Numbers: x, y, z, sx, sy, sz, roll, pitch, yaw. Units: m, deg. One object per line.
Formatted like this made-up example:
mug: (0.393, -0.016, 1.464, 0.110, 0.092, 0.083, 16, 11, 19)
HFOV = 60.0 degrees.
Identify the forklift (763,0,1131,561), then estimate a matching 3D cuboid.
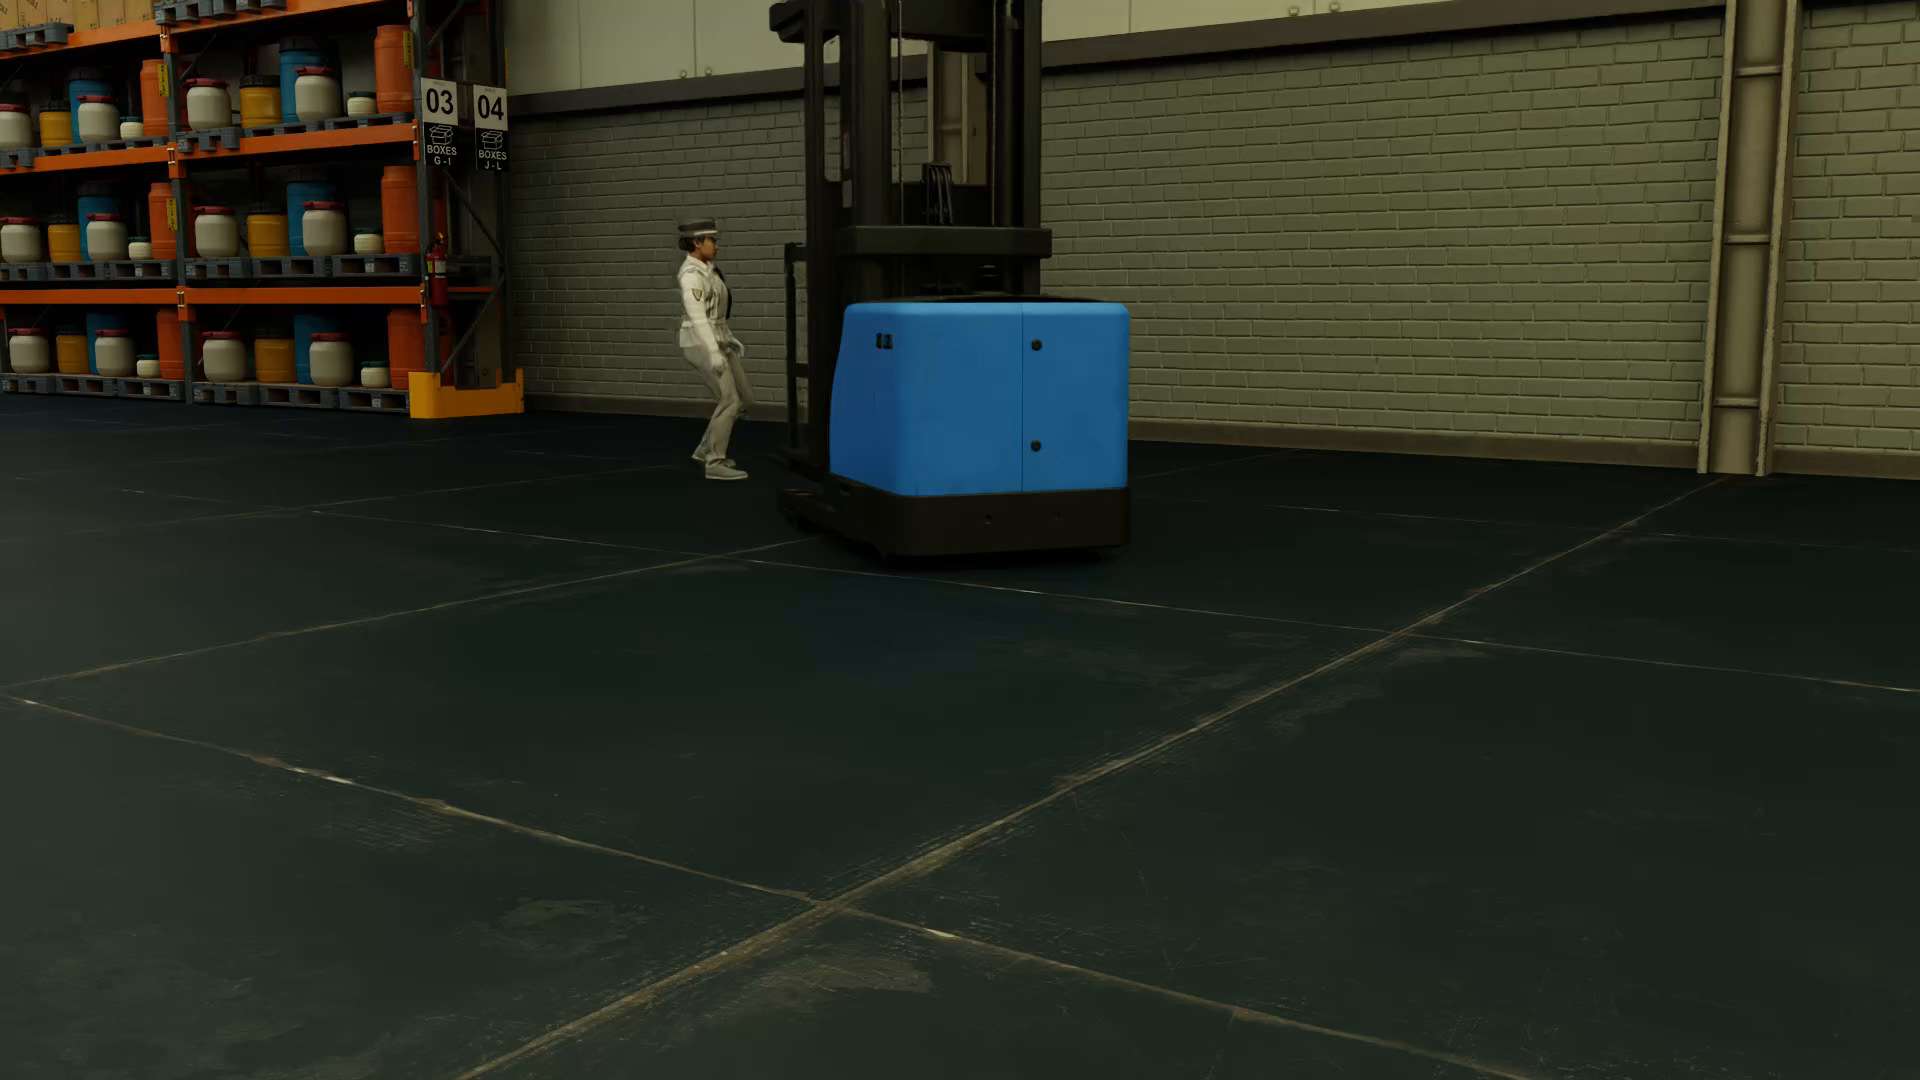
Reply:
forklift: (-0.271, -1.536, 7.993, 1.130, 2.935, 3.031, -3, 9, -20)

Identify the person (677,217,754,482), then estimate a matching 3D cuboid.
person: (-1.499, -1.187, 10.273, 0.480, 1.588, 0.708, 1, 8, 5)
